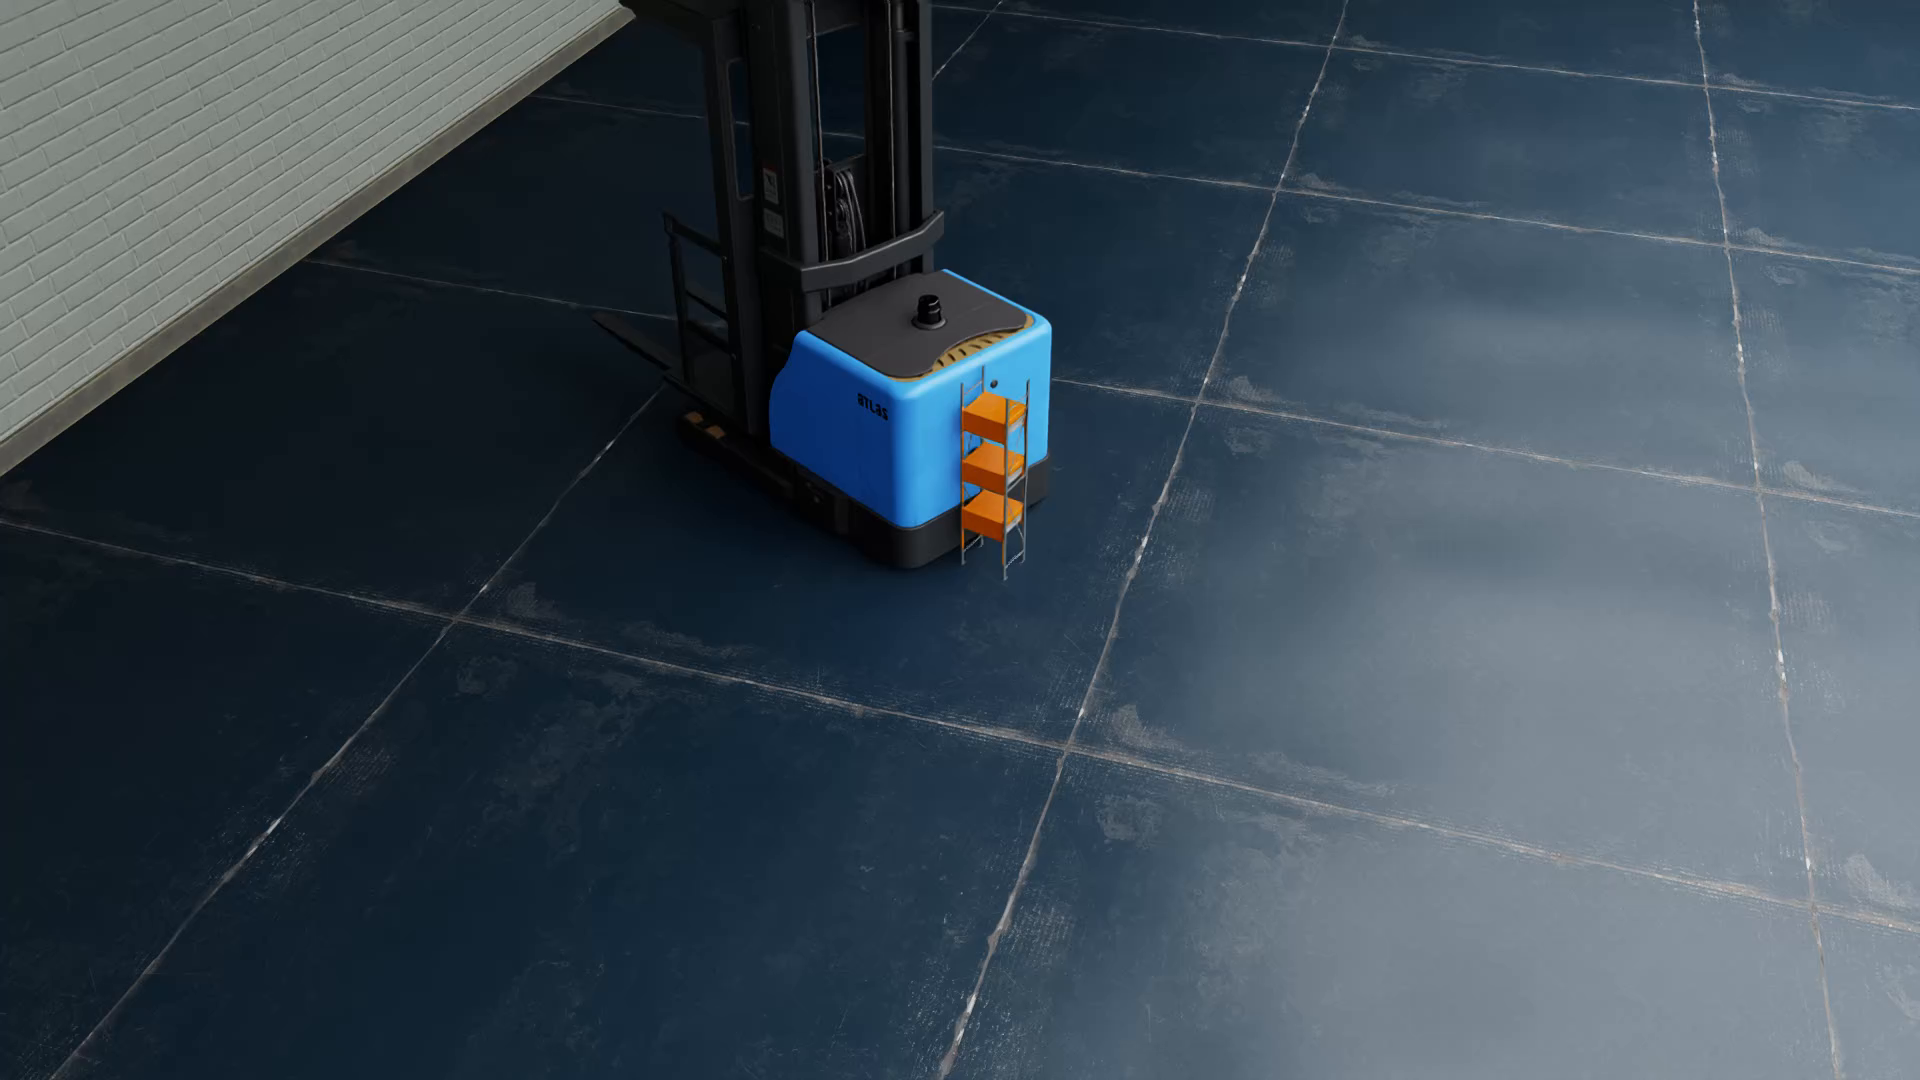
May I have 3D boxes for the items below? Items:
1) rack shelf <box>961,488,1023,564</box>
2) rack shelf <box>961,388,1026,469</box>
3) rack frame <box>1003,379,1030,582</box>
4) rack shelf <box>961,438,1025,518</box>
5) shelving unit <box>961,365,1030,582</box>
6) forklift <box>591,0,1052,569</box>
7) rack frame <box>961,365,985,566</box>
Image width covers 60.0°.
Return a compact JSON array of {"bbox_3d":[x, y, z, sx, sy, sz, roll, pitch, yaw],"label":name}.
[{"bbox_3d":[0.163,-0.074,8.137,0.240,0.259,0.215,21,41,26],"label":"rack shelf"},{"bbox_3d":[0.163,-0.527,7.804,0.240,0.259,0.215,21,41,26],"label":"rack shelf"},{"bbox_3d":[0.266,-0.268,7.913,0.008,1.050,0.200,21,41,26],"label":"rack frame"},{"bbox_3d":[0.163,-0.298,7.972,0.240,0.259,0.215,21,41,26],"label":"rack shelf"},{"bbox_3d":[0.163,-0.307,7.966,0.252,1.050,0.215,21,41,26],"label":"shelving unit"},{"bbox_3d":[-0.913,-1.821,8.437,1.130,2.935,3.031,-29,45,-34],"label":"forklift"},{"bbox_3d":[0.060,-0.346,8.019,0.008,1.050,0.200,21,41,26],"label":"rack frame"}]
